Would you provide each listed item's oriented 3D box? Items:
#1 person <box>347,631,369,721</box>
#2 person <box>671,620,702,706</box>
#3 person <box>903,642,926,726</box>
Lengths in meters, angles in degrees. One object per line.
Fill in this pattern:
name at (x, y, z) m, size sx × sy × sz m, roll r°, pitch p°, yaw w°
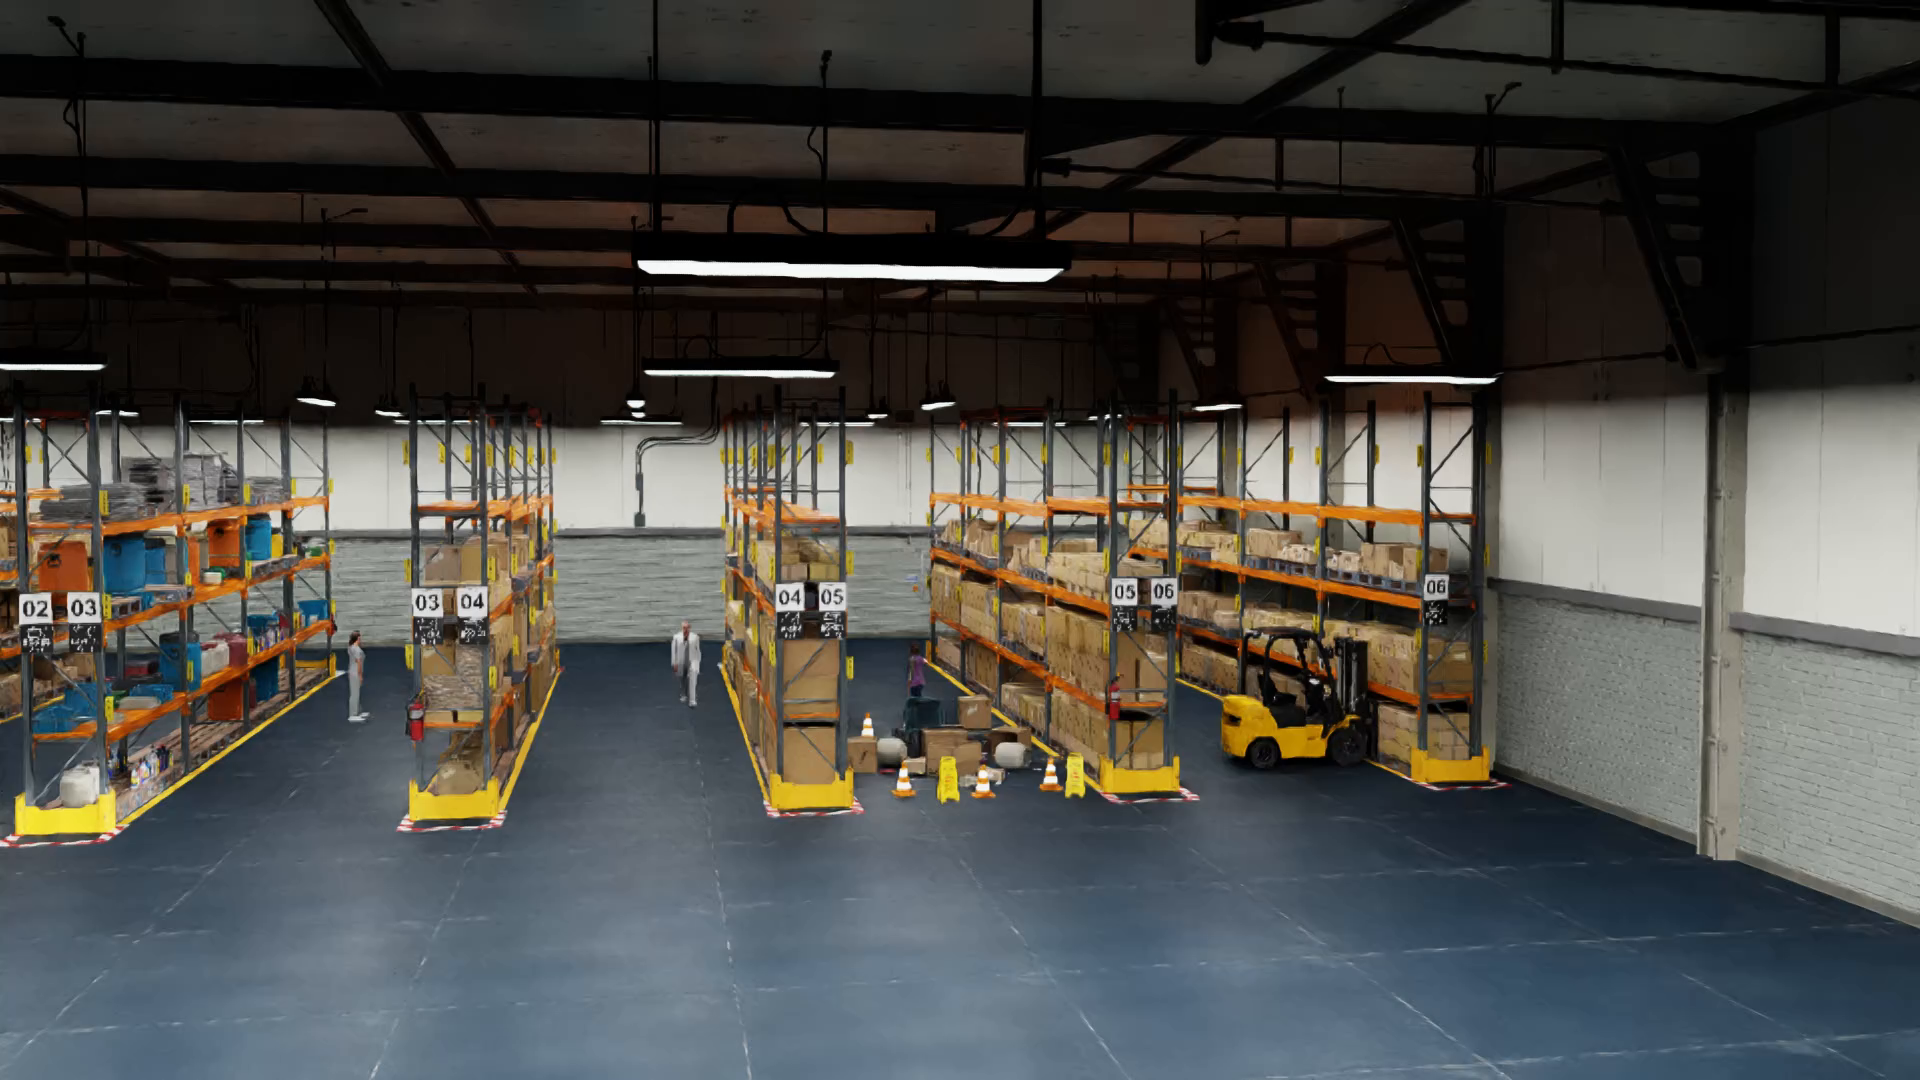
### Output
person at (-11.373, 2.555, 31.438) m, size 0.454 × 1.679 × 0.537 m, roll -2°, pitch 4°, yaw -35°
person at (-5.479, 2.447, 33.289) m, size 0.598 × 1.698 × 1.172 m, roll 0°, pitch 3°, yaw -8°
person at (-0.831, 2.653, 30.359) m, size 0.527 × 1.592 × 0.522 m, roll 1°, pitch 3°, yaw 19°
